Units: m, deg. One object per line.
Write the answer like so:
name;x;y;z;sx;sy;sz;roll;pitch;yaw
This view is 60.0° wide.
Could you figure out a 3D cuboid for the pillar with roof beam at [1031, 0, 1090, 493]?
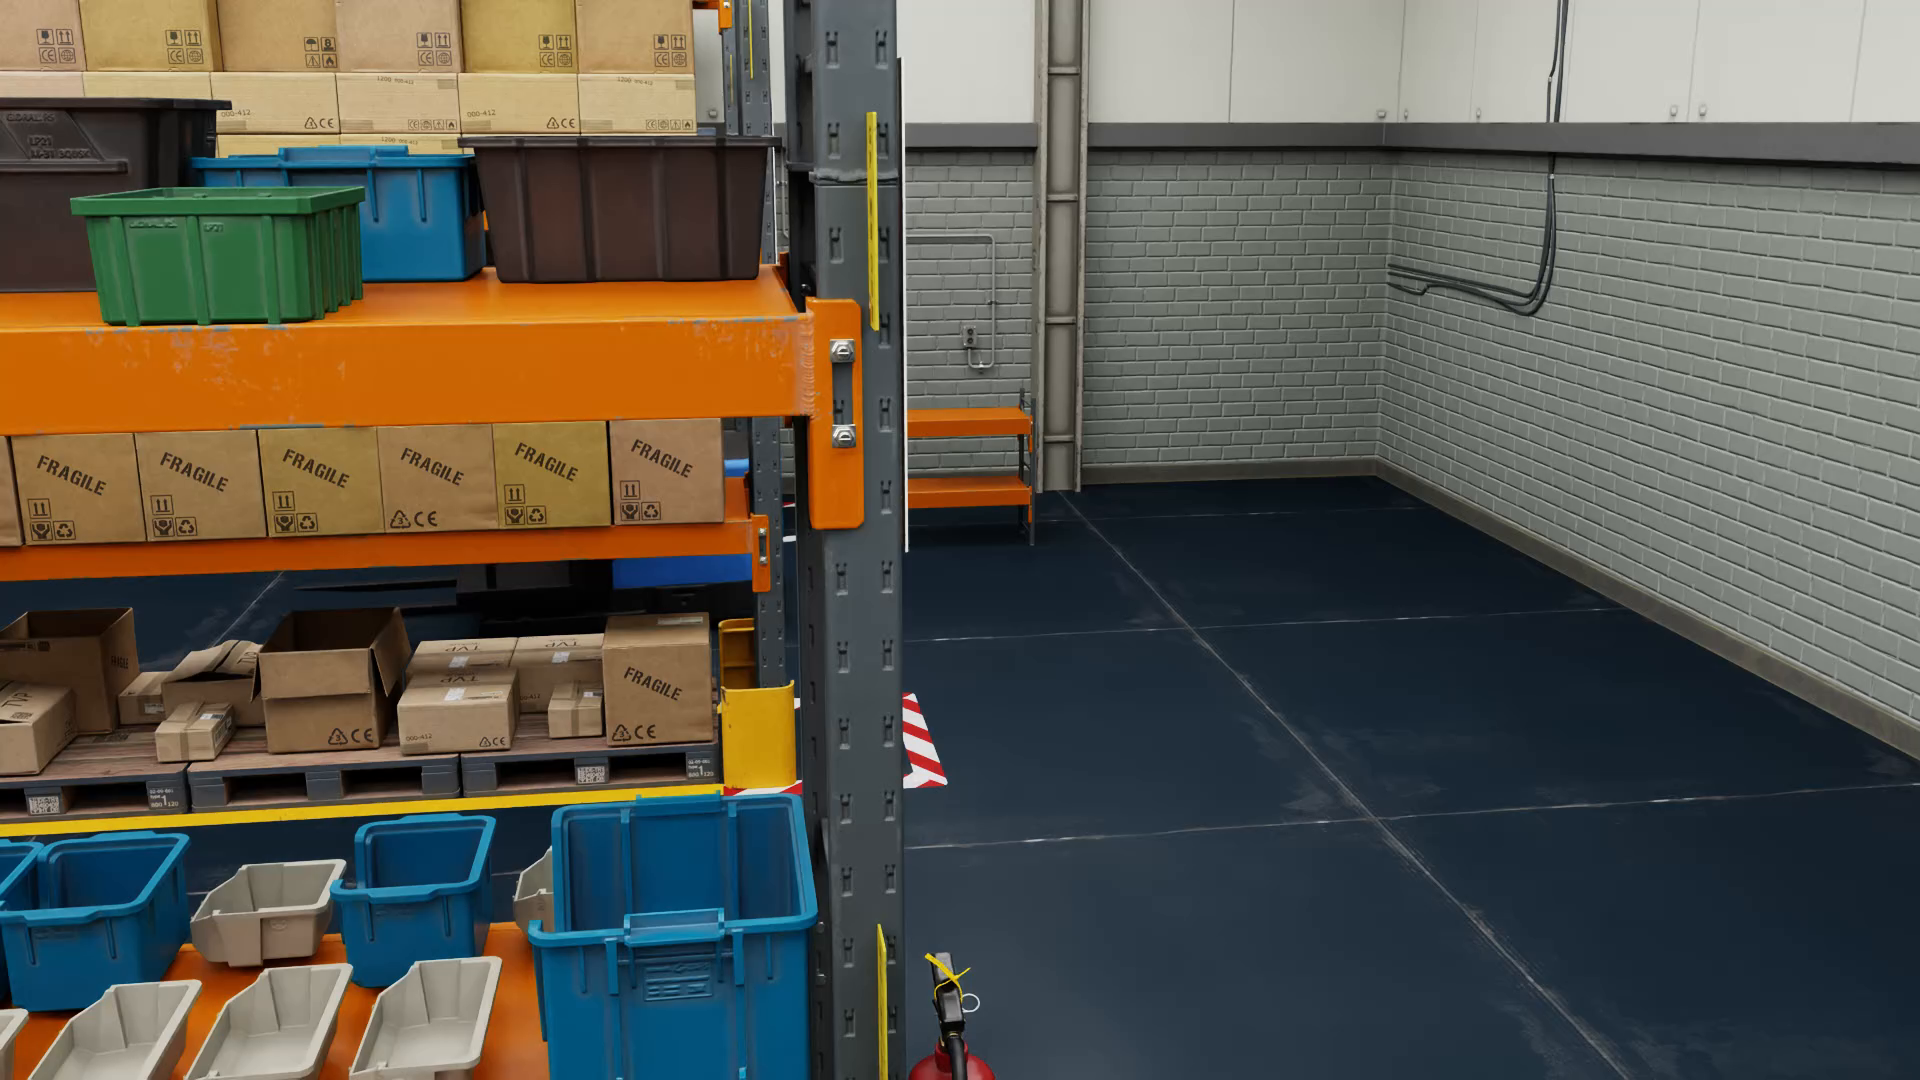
pillar with roof beam;1.474;-3.780;9.293;0.400;9.000;9.100;-2;14;-8

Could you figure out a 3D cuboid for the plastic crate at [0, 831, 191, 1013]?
plastic crate;-1.827;0.813;3.533;0.300;0.233;0.416;-2;14;-8

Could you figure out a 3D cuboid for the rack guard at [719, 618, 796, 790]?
rack guard;-1.041;0.807;8.475;0.348;0.500;1.175;-2;14;-8

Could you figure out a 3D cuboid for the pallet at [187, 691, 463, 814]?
pallet;-3.033;1.020;8.221;1.213;0.211;1.003;-2;14;-8

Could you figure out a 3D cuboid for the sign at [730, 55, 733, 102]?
sign;-1.641;-3.314;11.947;0.005;0.325;0.100;-2;14;-8

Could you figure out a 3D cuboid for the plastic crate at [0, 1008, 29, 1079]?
plastic crate;-1.862;0.994;3.011;0.250;0.136;0.298;-2;14;-8

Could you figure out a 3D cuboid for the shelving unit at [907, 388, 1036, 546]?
shelving unit;0.007;-0.546;12.586;1.048;1.125;0.538;-2;14;-8

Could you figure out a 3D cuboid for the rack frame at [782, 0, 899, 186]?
rack frame;-0.232;-2.126;2.700;0.127;3.000;1.000;-2;14;-8

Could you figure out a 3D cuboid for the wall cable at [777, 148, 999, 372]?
wall cable;-0.583;-2.366;13.901;1.851;1.984;0.084;-2;14;-8

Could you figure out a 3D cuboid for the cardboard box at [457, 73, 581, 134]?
cardboard box;-1.931;-1.934;7.383;0.500;0.250;0.500;-2;14;-8

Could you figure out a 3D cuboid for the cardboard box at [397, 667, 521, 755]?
cardboard box;-2.411;0.819;8.039;0.500;0.250;0.500;-2;14;-8

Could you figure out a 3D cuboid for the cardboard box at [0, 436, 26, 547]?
cardboard box;-4.377;-0.264;7.404;0.500;0.500;0.500;-2;14;-7

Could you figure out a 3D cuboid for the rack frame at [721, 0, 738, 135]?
rack frame;-1.708;-4.509;12.203;0.127;3.000;1.000;-2;14;-8

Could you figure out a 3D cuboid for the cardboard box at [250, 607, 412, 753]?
cardboard box;-3.065;0.665;8.130;0.637;0.503;0.797;-2;14;-8

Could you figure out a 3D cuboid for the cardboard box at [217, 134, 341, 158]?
cardboard box;-2.920;-1.657;7.305;0.500;0.250;0.500;-2;14;-8

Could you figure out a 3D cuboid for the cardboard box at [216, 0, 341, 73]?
cardboard box;-2.966;-2.336;7.444;0.500;0.500;0.700;-2;14;-8

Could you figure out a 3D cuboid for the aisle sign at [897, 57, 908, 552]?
aisle sign;-0.117;-0.409;2.843;0.004;0.787;0.394;-2;14;-8

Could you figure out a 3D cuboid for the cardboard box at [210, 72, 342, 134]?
cardboard box;-2.919;-1.897;7.236;0.500;0.250;0.500;-2;14;-8

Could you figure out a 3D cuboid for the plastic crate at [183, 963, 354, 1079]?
plastic crate;-1.300;0.963;3.135;0.243;0.136;0.396;-2;14;-8

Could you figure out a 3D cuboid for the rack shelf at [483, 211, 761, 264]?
rack shelf;-2.944;-1.441;7.615;4.000;0.370;1.077;-2;14;-8

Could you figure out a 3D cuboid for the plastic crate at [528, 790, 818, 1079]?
plastic crate;-0.535;0.795;3.191;0.499;0.435;0.616;-2;14;-8

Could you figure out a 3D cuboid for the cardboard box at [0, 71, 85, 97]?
cardboard box;-3.910;-1.864;7.102;0.500;0.250;0.500;-2;14;-8

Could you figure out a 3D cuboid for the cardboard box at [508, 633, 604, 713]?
cardboard box;-2.041;0.682;8.584;0.500;0.250;0.500;-2;14;-8

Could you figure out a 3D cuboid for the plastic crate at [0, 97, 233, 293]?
plastic crate;-1.784;-0.652;3.116;0.767;0.338;0.504;-2;14;-8

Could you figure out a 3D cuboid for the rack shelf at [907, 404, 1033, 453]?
rack shelf;0.007;-0.830;12.515;1.000;0.278;0.538;-2;14;-8

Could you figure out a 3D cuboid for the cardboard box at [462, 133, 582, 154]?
cardboard box;-1.931;-1.692;7.446;0.500;0.250;0.500;-2;14;-8

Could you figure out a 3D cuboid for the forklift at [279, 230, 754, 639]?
forklift;-2.696;-0.914;10.341;3.031;2.935;1.130;-3;14;-13

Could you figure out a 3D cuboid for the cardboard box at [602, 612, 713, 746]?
cardboard box;-1.467;0.670;8.117;0.500;0.500;0.500;-2;14;-8

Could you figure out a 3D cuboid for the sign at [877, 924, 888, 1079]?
sign;-0.134;0.836;2.885;0.005;0.325;0.100;-2;14;-8

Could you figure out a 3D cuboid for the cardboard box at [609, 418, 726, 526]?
cardboard box;-1.369;-0.375;7.844;0.500;0.500;0.500;-2;14;-7

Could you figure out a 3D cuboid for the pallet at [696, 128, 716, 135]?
pallet;-2.440;-2.982;12.461;1.213;0.211;1.003;-2;14;-8

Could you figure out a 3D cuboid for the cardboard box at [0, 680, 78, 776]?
cardboard box;-4.474;0.865;7.730;0.500;0.311;0.500;-2;14;-8

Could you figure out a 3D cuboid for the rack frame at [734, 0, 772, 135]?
rack frame;-0.966;-3.318;7.452;0.127;3.000;1.000;-2;14;-8

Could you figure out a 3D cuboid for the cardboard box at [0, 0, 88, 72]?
cardboard box;-3.931;-2.262;7.148;0.500;0.500;0.700;-2;14;-8

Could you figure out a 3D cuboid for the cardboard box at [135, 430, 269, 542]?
cardboard box;-3.376;-0.301;7.551;0.500;0.500;0.500;-2;14;-9

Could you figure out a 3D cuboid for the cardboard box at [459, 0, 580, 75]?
cardboard box;-1.979;-2.376;7.602;0.500;0.500;0.700;-2;14;-8

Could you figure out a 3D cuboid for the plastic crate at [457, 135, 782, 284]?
plastic crate;-0.654;-0.661;3.293;0.590;0.269;0.497;-2;14;-8

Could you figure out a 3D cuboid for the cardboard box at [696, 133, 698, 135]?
cardboard box;-1.512;-1.833;8.005;0.500;0.250;0.500;-2;14;-8

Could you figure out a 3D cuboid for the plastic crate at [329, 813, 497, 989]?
plastic crate;-1.176;0.790;3.628;0.300;0.233;0.416;-2;14;-8

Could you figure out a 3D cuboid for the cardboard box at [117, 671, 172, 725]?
cardboard box;-4.039;0.790;8.363;0.250;0.149;0.380;-2;14;-8

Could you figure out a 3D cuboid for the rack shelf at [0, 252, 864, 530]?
rack shelf;-2.210;-0.250;2.864;4.000;0.370;1.077;-2;14;-8

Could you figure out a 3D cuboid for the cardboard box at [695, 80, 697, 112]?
cardboard box;-1.513;-2.076;7.950;0.500;0.250;0.500;-2;14;-8

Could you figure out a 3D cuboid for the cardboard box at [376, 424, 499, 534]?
cardboard box;-2.375;-0.338;7.698;0.500;0.500;0.500;-2;14;-8
